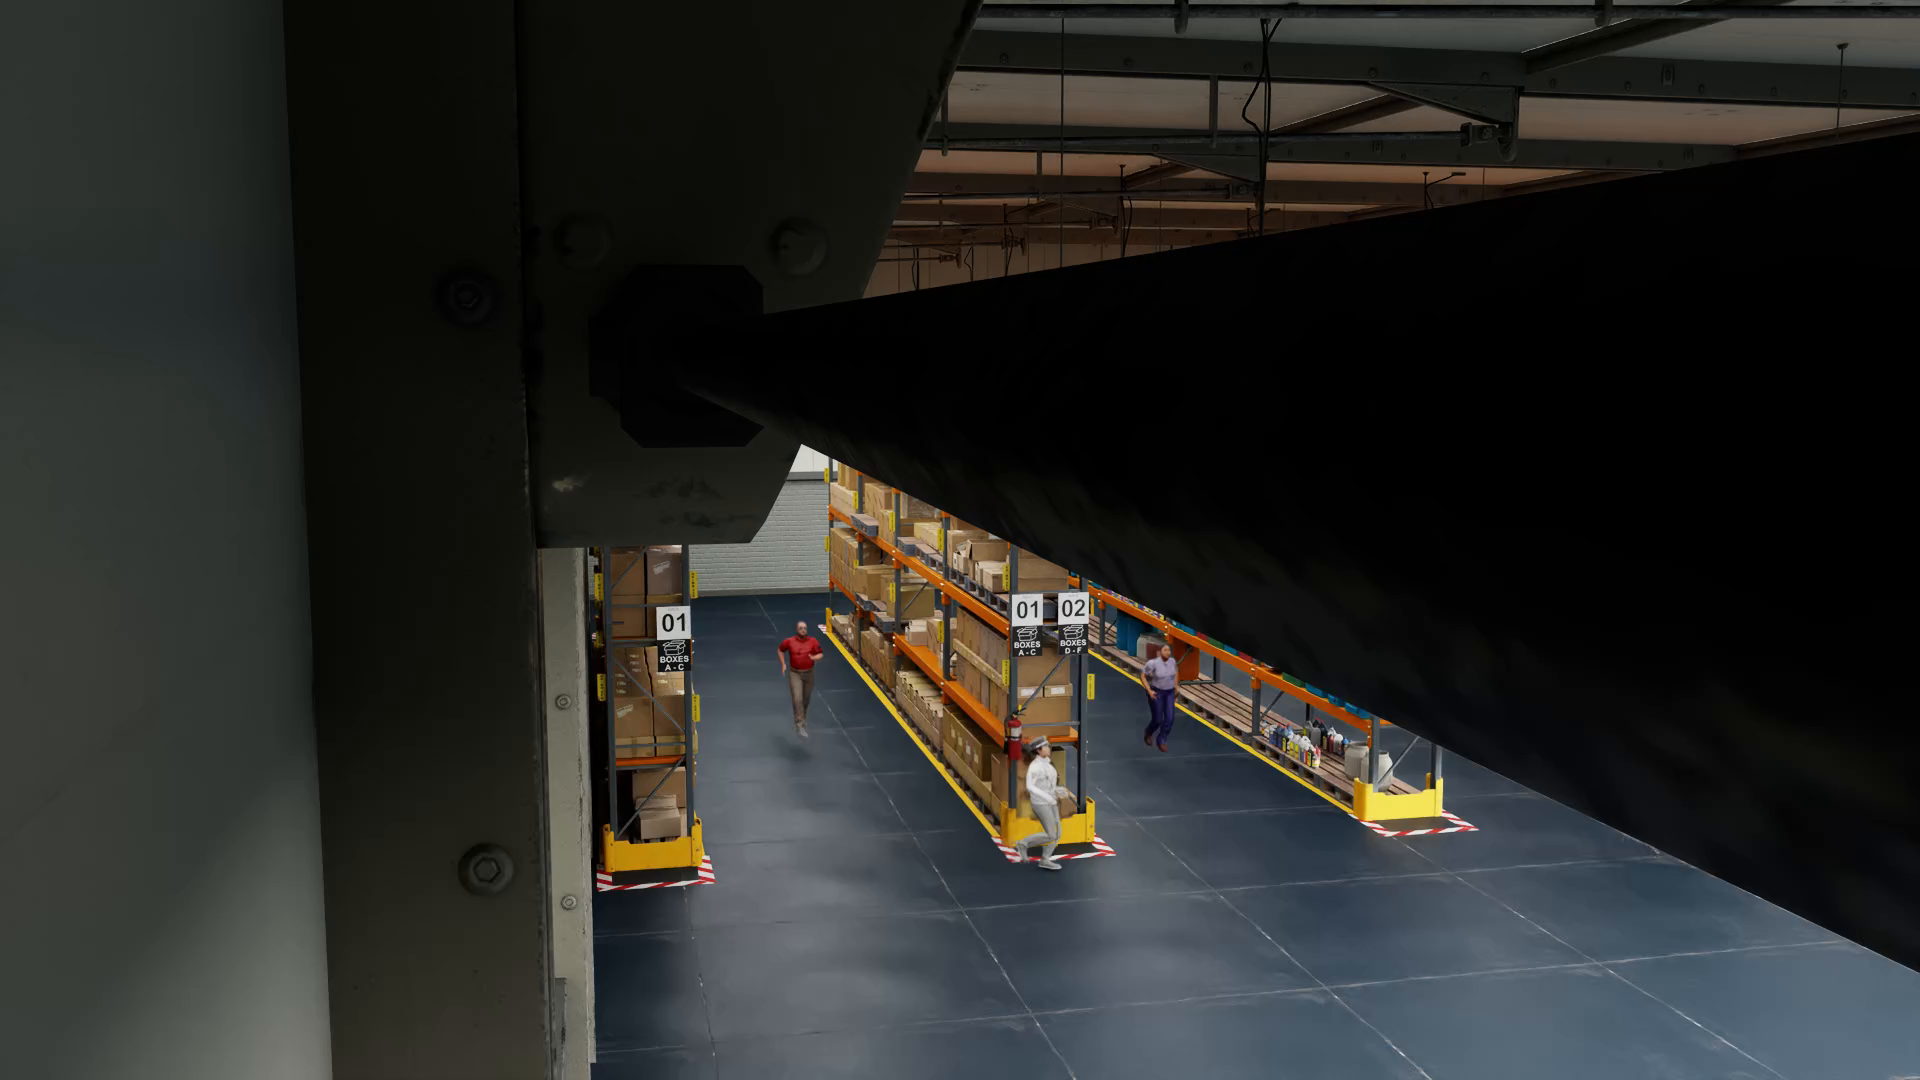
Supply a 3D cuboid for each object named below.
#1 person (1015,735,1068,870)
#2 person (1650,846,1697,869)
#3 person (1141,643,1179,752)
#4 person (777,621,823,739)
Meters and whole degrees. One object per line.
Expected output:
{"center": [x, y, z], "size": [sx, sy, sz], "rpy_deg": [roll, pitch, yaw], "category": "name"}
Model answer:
{"center": [0.975, 3.142, 20.003], "size": [0.578, 1.645, 0.616], "rpy_deg": [2, 7, 19], "category": "person"}
{"center": [8.710, 3.132, 20.023], "size": [0.796, 1.697, 0.690], "rpy_deg": [2, 7, 14], "category": "person"}
{"center": [3.006, 2.321, 24.860], "size": [0.627, 1.599, 0.593], "rpy_deg": [-3, 7, -22], "category": "person"}
{"center": [-2.447, 2.132, 25.802], "size": [0.656, 1.753, 0.905], "rpy_deg": [-3, 7, -21], "category": "person"}
